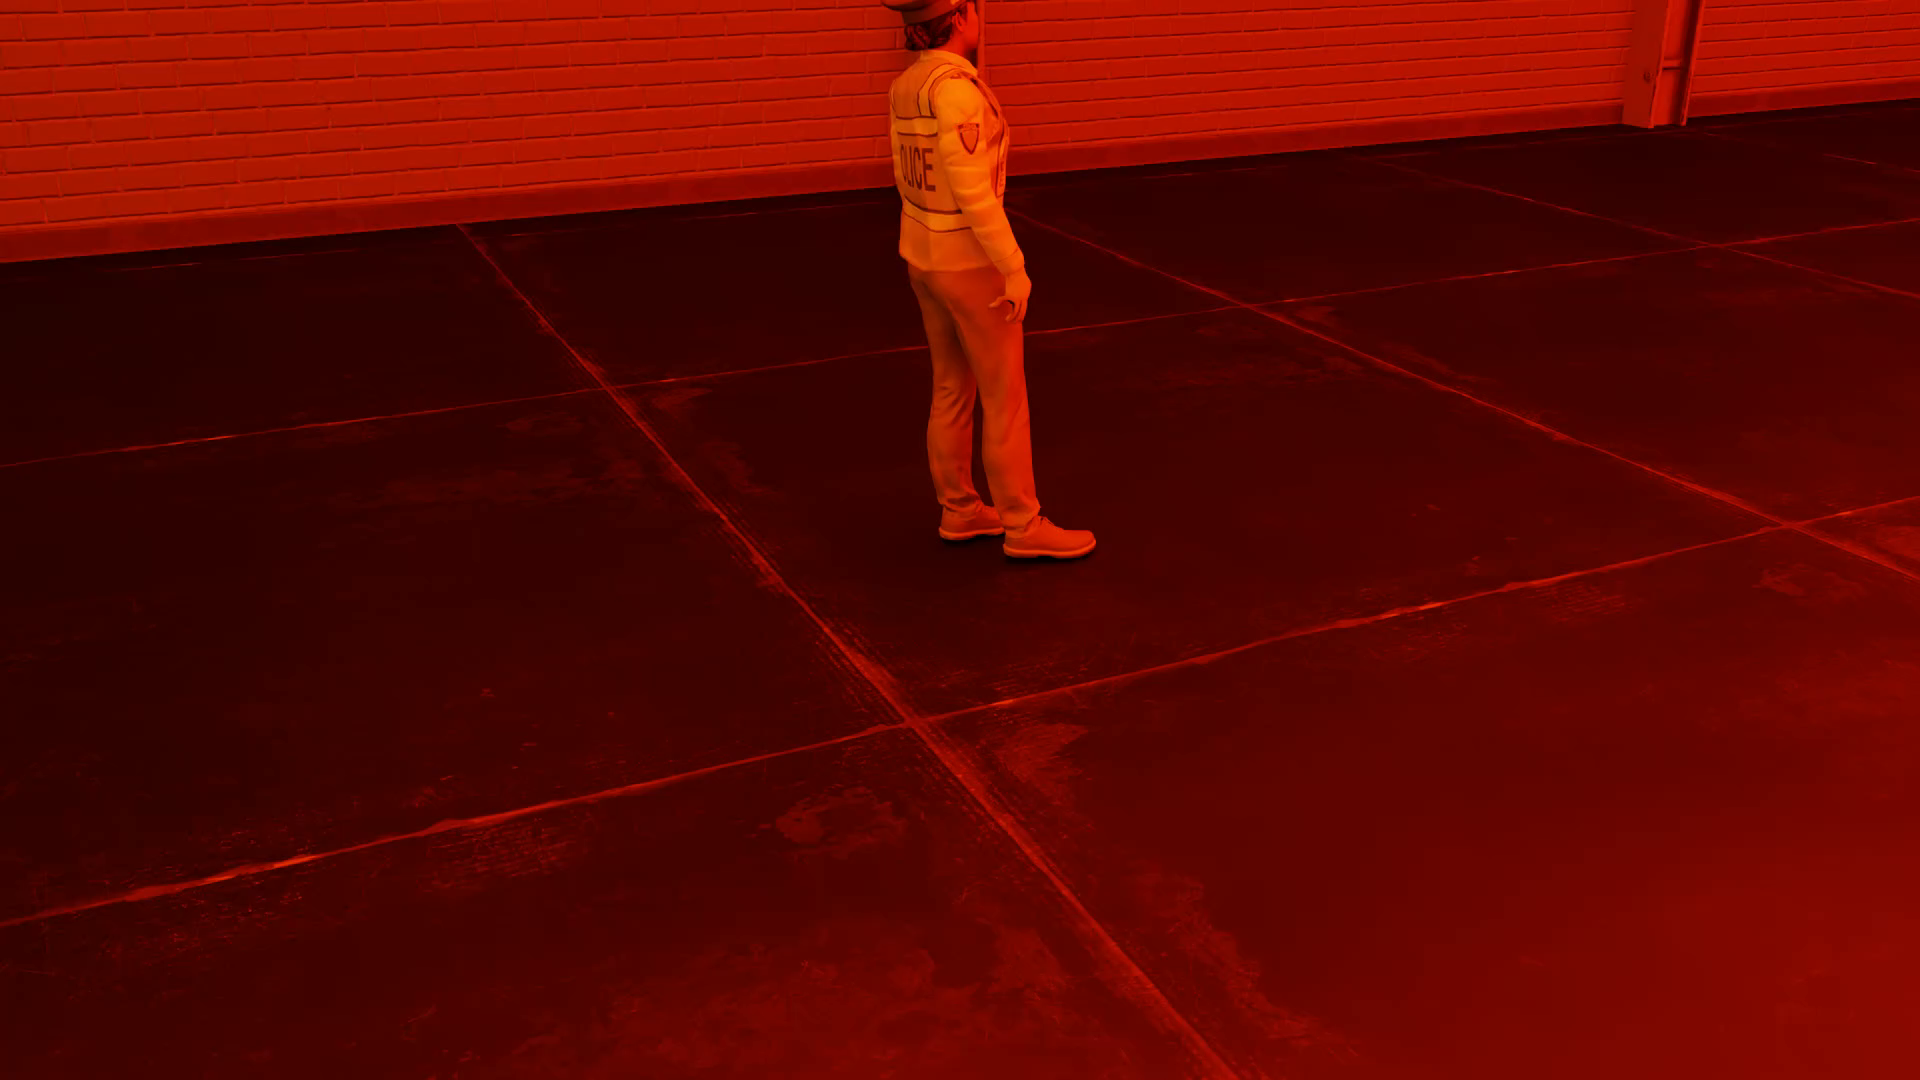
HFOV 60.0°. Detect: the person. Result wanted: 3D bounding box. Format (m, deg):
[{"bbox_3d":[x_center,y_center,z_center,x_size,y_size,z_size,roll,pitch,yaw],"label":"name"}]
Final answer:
[{"bbox_3d":[0.065,-0.798,4.800,0.531,1.695,0.587,-10,25,-23],"label":"person"}]
